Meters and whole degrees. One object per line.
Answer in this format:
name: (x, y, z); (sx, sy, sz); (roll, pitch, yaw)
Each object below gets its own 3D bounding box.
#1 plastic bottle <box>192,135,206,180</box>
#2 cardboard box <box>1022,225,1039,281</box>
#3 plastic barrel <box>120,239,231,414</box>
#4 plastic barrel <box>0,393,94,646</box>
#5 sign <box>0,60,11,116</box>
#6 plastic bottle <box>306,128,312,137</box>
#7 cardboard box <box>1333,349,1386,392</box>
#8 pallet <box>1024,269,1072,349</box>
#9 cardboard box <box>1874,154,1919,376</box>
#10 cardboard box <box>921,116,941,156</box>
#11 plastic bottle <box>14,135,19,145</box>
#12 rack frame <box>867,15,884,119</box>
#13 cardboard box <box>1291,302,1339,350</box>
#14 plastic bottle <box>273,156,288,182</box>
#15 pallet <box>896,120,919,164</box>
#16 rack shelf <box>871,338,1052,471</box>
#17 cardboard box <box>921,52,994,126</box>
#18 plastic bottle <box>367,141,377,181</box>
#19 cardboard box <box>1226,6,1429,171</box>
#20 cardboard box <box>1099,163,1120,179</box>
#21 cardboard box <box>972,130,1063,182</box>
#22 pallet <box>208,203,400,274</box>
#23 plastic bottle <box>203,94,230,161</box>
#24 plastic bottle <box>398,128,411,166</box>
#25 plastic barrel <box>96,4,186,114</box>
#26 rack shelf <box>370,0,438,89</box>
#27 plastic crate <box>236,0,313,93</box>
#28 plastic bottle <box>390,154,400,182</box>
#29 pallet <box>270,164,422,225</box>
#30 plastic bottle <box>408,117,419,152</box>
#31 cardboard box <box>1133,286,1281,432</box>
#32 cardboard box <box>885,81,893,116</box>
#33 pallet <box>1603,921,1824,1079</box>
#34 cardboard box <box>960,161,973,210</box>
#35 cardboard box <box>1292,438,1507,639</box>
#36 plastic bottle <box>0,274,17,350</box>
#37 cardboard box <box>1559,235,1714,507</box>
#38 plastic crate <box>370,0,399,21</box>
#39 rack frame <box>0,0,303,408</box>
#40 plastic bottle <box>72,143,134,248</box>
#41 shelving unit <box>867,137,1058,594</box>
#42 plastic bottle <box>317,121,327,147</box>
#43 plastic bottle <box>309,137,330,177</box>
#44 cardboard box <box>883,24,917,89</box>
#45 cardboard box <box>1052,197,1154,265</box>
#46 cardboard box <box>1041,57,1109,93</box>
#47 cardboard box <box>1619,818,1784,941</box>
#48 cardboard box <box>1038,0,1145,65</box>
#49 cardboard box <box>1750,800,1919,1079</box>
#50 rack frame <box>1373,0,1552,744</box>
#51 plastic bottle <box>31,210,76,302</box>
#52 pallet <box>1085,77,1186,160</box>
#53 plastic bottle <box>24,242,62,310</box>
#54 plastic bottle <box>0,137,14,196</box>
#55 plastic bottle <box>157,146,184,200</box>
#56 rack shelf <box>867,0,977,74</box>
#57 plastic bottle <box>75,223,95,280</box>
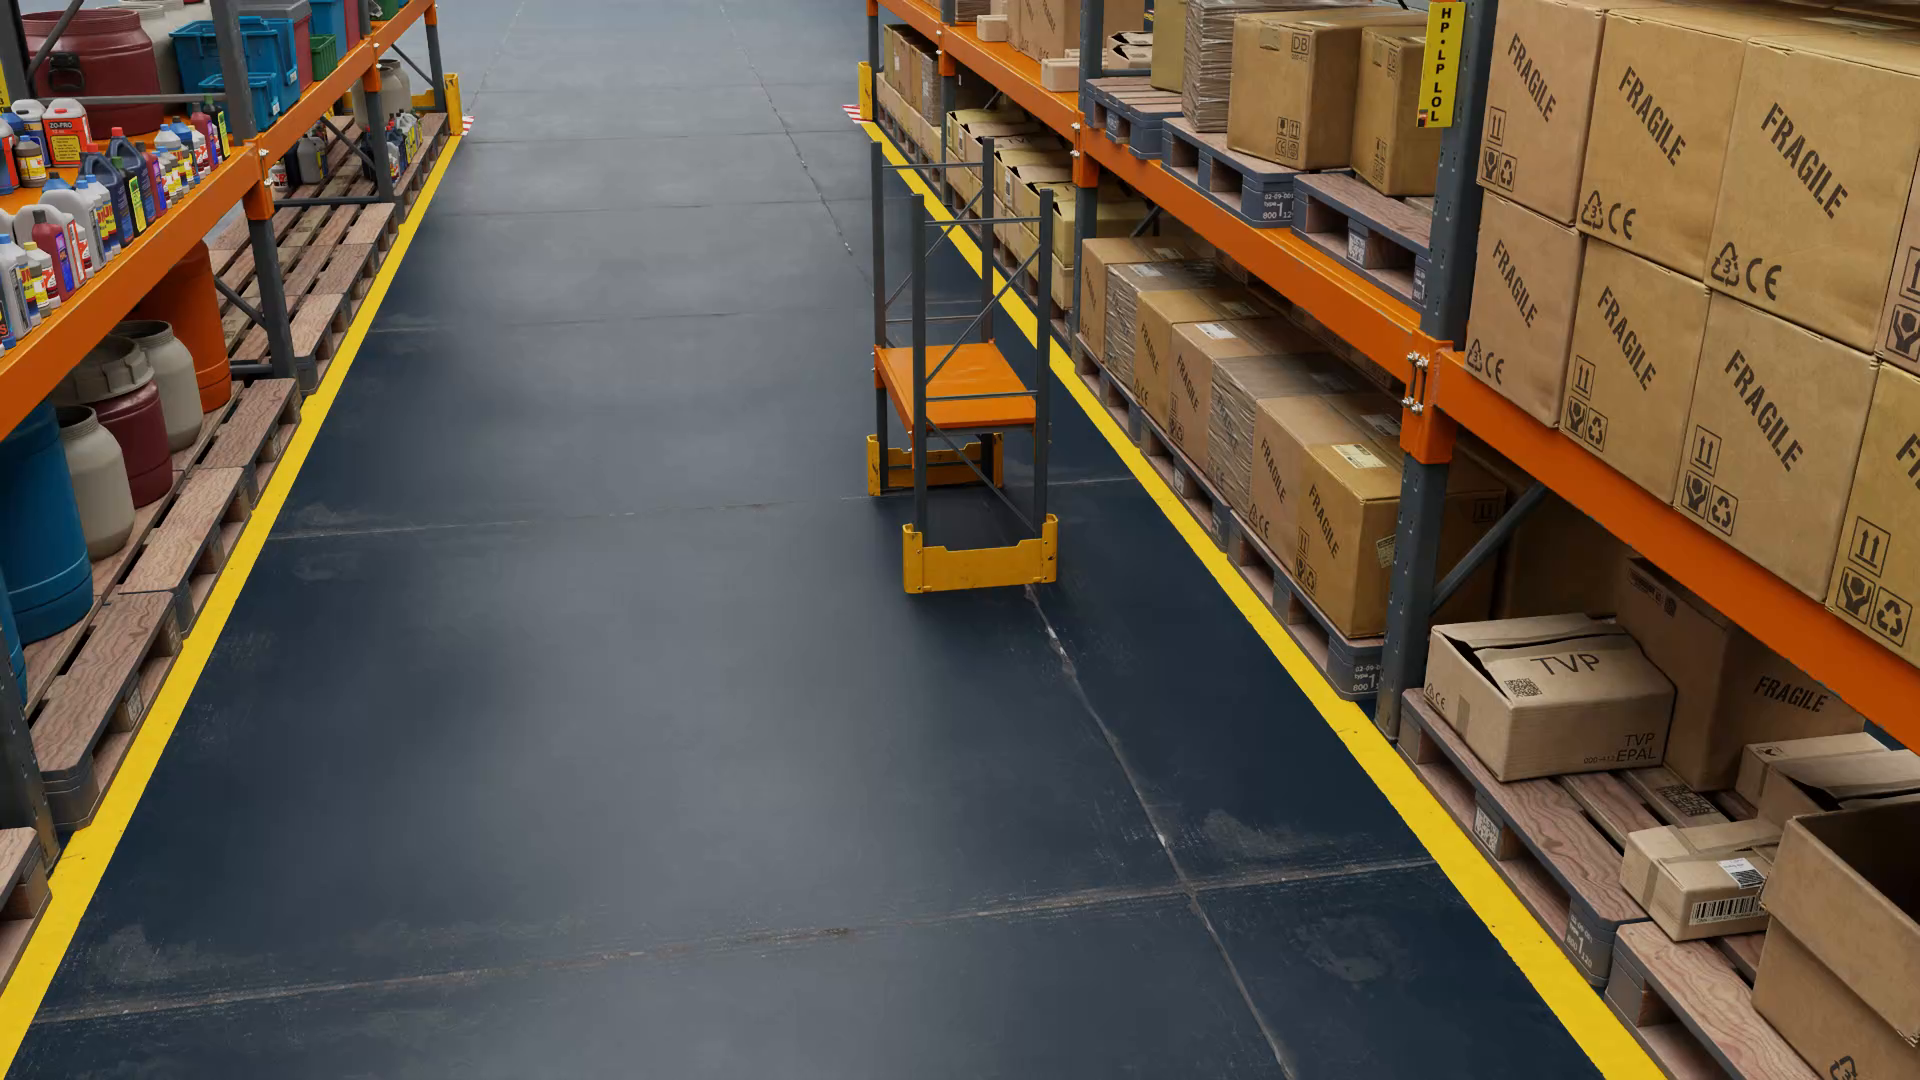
plastic bottle: (-3.209, -1.604, 6.924); (0.097, 0.201, 0.097); (0, 24, 0)
cardboard box: (0.665, -1.688, 9.777); (0.500, 0.250, 0.500); (-5, 24, -10)
plastic barrel: (-3.660, -1.005, 7.491); (0.600, 0.830, 0.708); (-4, 24, -10)
plastic barrel: (-3.243, -0.150, 5.443); (0.600, 0.901, 0.708); (-4, 24, -10)
sign: (-4.307, -2.030, 7.446); (0.100, 0.325, 0.005); (-4, 24, -10)
plastic bottle: (-5.031, -3.024, 12.780); (0.152, 0.276, 0.135); (-4, 24, -9)
cardboard box: (1.796, -0.461, 6.631); (0.500, 0.500, 0.500); (-4, 24, -9)
pallet: (0.987, -1.413, 9.721); (1.003, 0.211, 1.213); (-4, 24, -10)
cardboard box: (1.938, -0.480, 2.727); (0.500, 0.500, 0.500); (-4, 24, -8)
cardboard box: (-0.022, -3.233, 13.316); (0.500, 0.250, 0.500); (-4, 24, -10)
plastic bottle: (-3.993, -1.628, 6.977); (0.097, 0.201, 0.097); (0, 24, 0)
rack frame: (-0.378, -5.511, 15.619); (1.000, 3.000, 0.127); (-4, 24, -10)
cardboard box: (1.713, -0.989, 6.903); (0.500, 0.250, 0.500); (-5, 24, -11)
plastic bottle: (-4.920, -2.694, 12.014); (0.061, 0.283, 0.133); (-3, 24, -7)
pallet: (0.027, -3.456, 14.399); (1.003, 0.211, 1.213); (-4, 24, -10)
rack shelf: (-0.016, -0.556, 6.599); (0.538, 0.185, 1.000); (-4, 24, -10)
cardboard box: (-0.020, -3.577, 13.166); (0.500, 0.500, 0.500); (-4, 24, -10)
plastic bottle: (-4.326, -2.804, 12.266); (0.061, 0.283, 0.133); (-4, 24, -10)
cardboard box: (1.454, -1.719, 6.289); (0.700, 0.500, 0.500); (-11, 26, -23)
cardboard box: (1.096, -2.188, 10.221); (0.500, 0.311, 0.500); (-5, 24, -11)
cardboard box: (0.377, -2.545, 11.039); (0.500, 0.311, 0.500); (-5, 24, -11)
pallet: (-4.324, -1.988, 11.038); (1.003, 0.211, 1.213); (-4, 24, -10)
plastic bottle: (-3.273, -1.818, 7.310); (0.061, 0.283, 0.133); (-4, 24, -10)
plastic bottle: (-4.273, -3.019, 12.760); (0.061, 0.283, 0.133); (-3, 24, -7)
plastic barrel: (-4.168, -2.439, 8.446); (0.421, 0.512, 0.421); (0, 24, 0)
rack shelf: (-4.877, -4.029, 13.126); (1.077, 0.370, 4.000); (-4, 24, -10)
plastic crate: (-3.766, -2.686, 9.073); (0.402, 0.464, 0.583); (-4, 24, -10)
plastic bottle: (-4.173, -2.729, 12.197); (0.097, 0.201, 0.097); (0, 24, 0)
pallet: (-4.590, -2.561, 12.351); (1.003, 0.211, 1.213); (-4, 24, -10)
plastic bottle: (-4.431, -3.253, 13.304); (0.152, 0.276, 0.135); (-5, 24, -11)
cardboard box: (1.095, -0.817, 7.445); (0.500, 0.500, 0.500); (-5, 24, -10)
cardboard box: (-0.401, -4.019, 15.115); (0.500, 0.250, 0.500); (-4, 24, -10)
pallet: (2.196, 1.239, 3.651); (1.003, 0.211, 1.213); (-4, 24, -10)
cardboard box: (0.286, -2.491, 11.617); (0.500, 0.250, 0.500); (-4, 24, -8)
cardboard box: (1.468, -0.019, 5.620); (0.500, 0.500, 0.500); (-4, 24, -10)
plastic bottle: (-2.758, -0.677, 4.713); (0.097, 0.271, 0.097); (0, 24, 0)
cardboard box: (1.765, -0.414, 3.826); (0.500, 0.500, 0.500); (-4, 24, -9)
plastic crate: (-4.481, -4.030, 12.494); (0.450, 0.188, 0.662); (-4, 24, -10)
rack frame: (-3.767, -1.999, 7.579); (1.000, 3.000, 0.127); (-4, 24, -10)
plastic bottle: (-3.015, -1.208, 5.830); (0.144, 0.351, 0.185); (-4, 24, -10)
shelving unit: (-0.014, -0.717, 6.518); (0.587, 1.500, 1.083); (-4, 24, -10)
plastic bottle: (-5.199, -3.288, 13.476); (0.097, 0.201, 0.097); (0, 24, 0)
plastic bottle: (-4.804, -2.854, 12.390); (0.152, 0.276, 0.135); (-4, 24, -10)
cardboard box: (-0.403, -4.363, 14.965); (0.500, 0.500, 0.500); (-4, 24, -10)
cardboard box: (0.762, -1.741, 9.199); (0.500, 0.311, 0.500); (-4, 24, -8)
cardboard box: (0.663, -2.582, 9.228); (0.380, 0.149, 0.250); (-4, 24, -10)
cardboard box: (1.876, 0.827, 4.099); (0.380, 0.166, 0.250); (-4, 24, -10)
cardboard box: (0.775, -3.068, 9.903); (0.500, 0.500, 0.500); (-6, 24, -13)
cardboard box: (2.193, 0.891, 3.533); (0.797, 0.503, 0.637); (-4, 24, -10)
rack frame: (1.841, -0.790, 4.812); (1.000, 3.000, 0.127); (-4, 24, -10)
plastic bottle: (-2.841, -0.897, 5.202); (0.061, 0.283, 0.133); (-4, 24, -10)
pallet: (1.296, -2.014, 7.854); (1.213, 0.211, 1.003); (-4, 24, -10)
plastic bottle: (-2.837, -0.813, 5.111); (0.097, 0.201, 0.097); (0, 24, 0)
plastic bottle: (-3.865, -1.520, 6.644); (0.097, 0.271, 0.097); (0, 24, 0)
plastic bottle: (-3.137, -1.451, 6.573); (0.097, 0.201, 0.097); (0, 24, 0)
rack shelf: (-0.008, -4.394, 13.962); (1.077, 0.370, 4.000); (-4, 24, -10)
plastic bottle: (-2.905, -0.956, 5.440); (0.097, 0.201, 0.097); (0, 24, 0)
